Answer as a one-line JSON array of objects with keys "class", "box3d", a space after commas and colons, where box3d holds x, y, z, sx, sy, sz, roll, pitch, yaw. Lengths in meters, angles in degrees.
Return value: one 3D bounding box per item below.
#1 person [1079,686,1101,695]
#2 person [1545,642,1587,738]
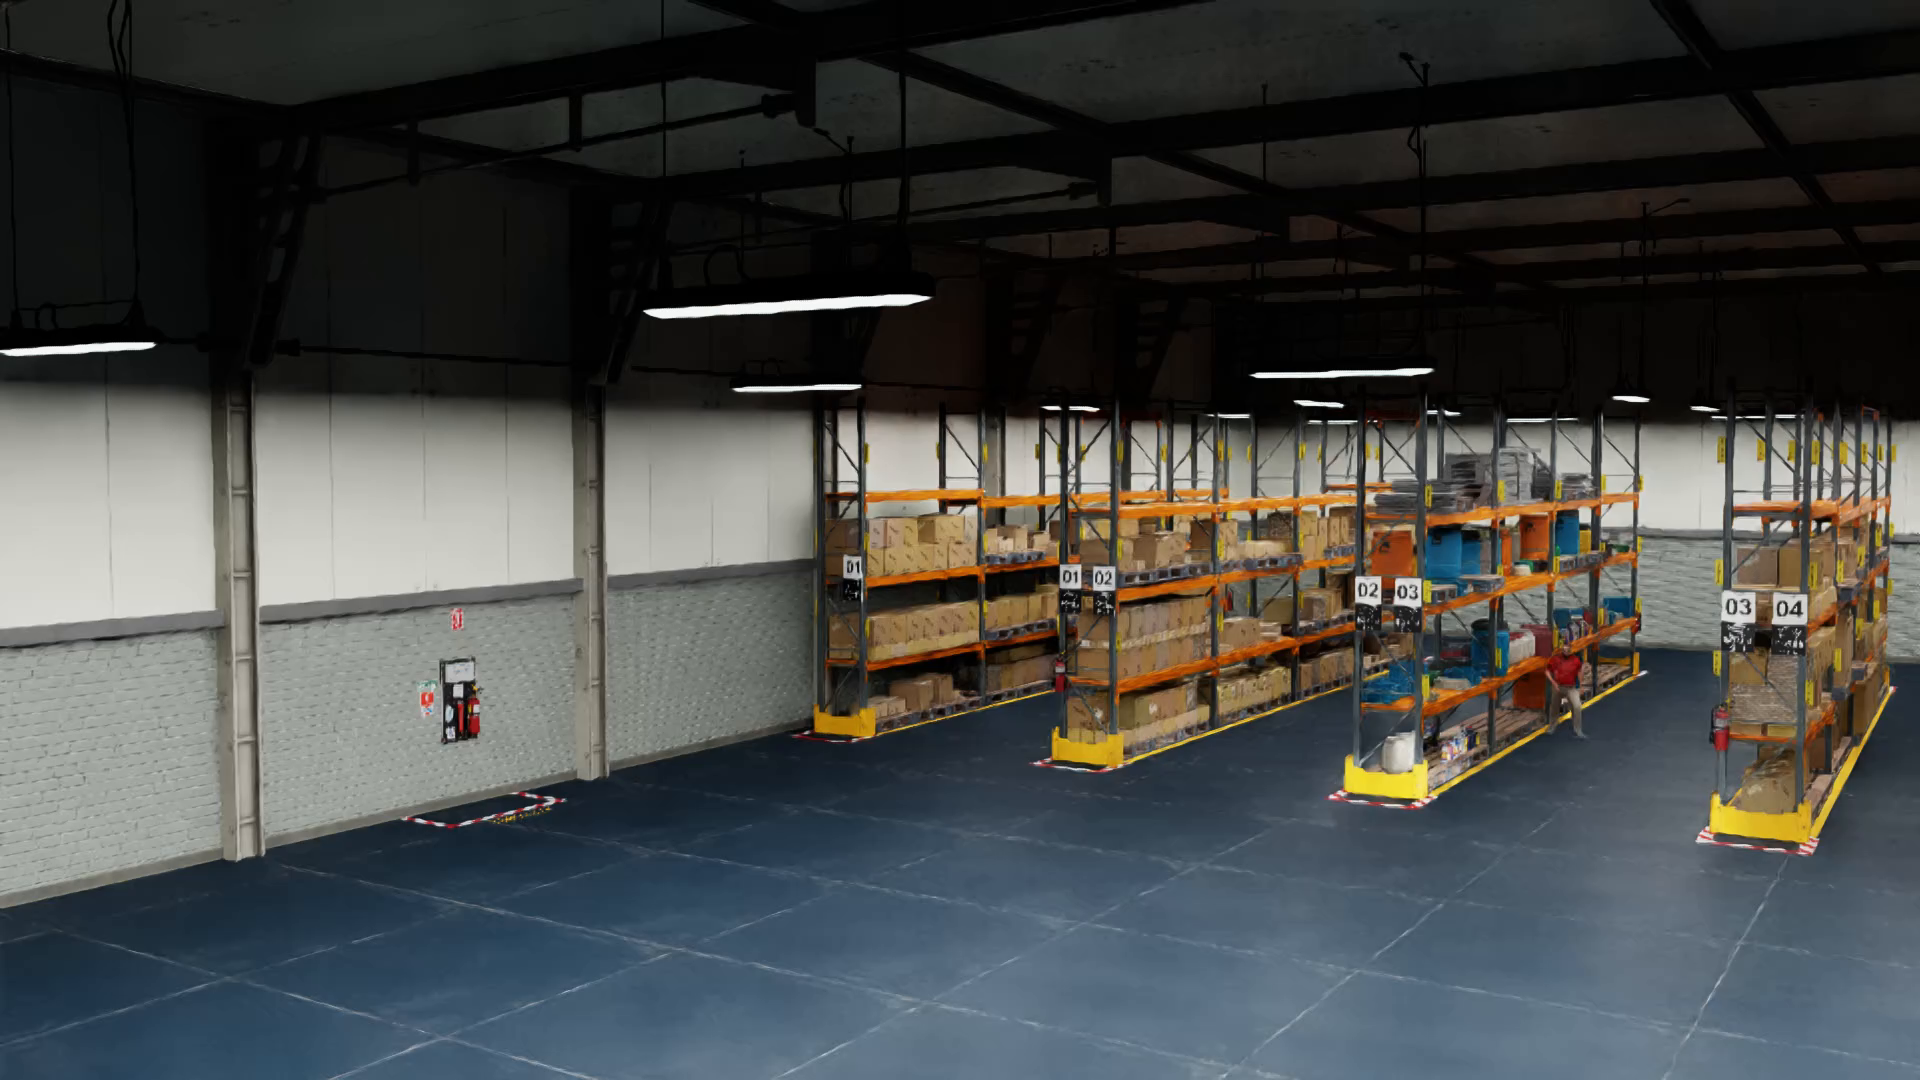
[{"class": "person", "box3d": [2.455, 2.560, 31.182, 0.463, 1.596, 0.989, 2, 4, 31]}, {"class": "person", "box3d": [10.690, 2.621, 29.352, 0.691, 1.656, 0.860, 1, 3, 15]}]
